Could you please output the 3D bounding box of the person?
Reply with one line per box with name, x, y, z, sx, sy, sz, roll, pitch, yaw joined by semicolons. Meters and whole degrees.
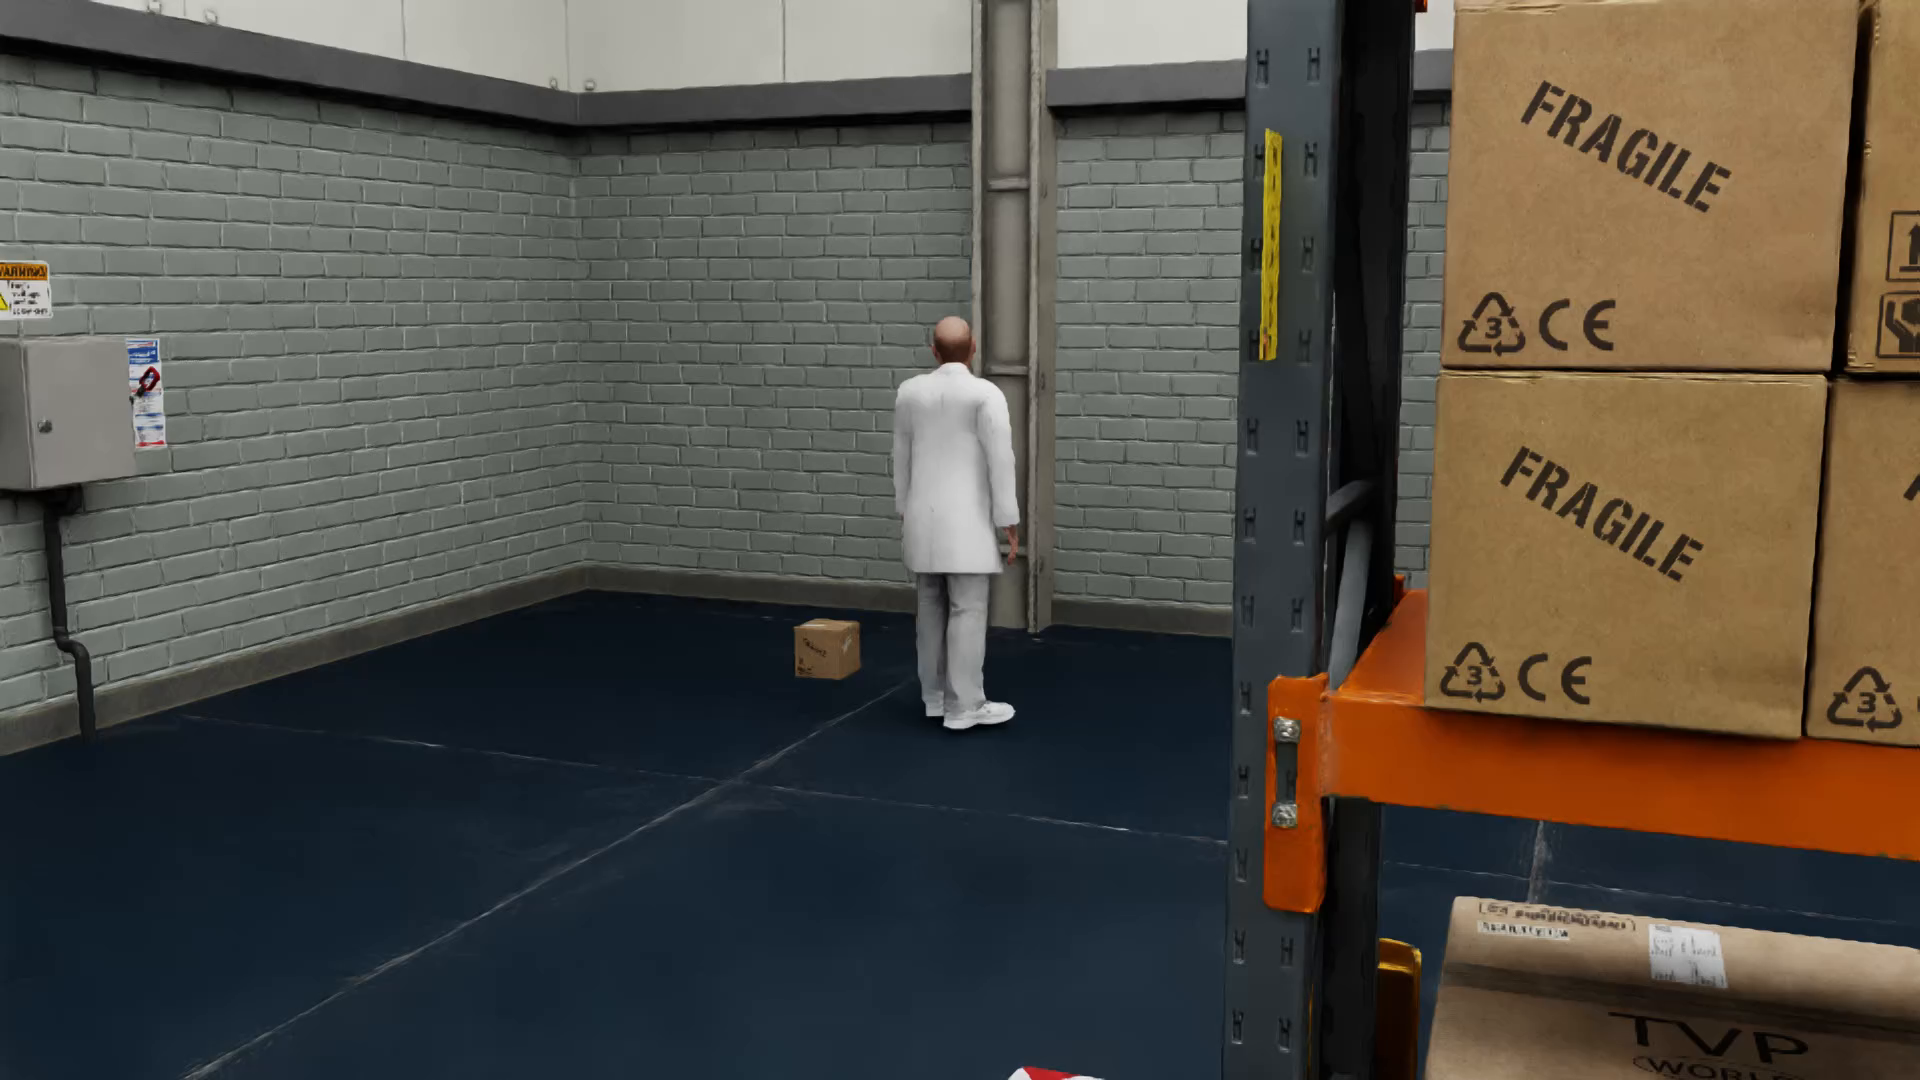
person;0.009;-0.090;7.334;0.647;1.784;0.509;5;10;30
